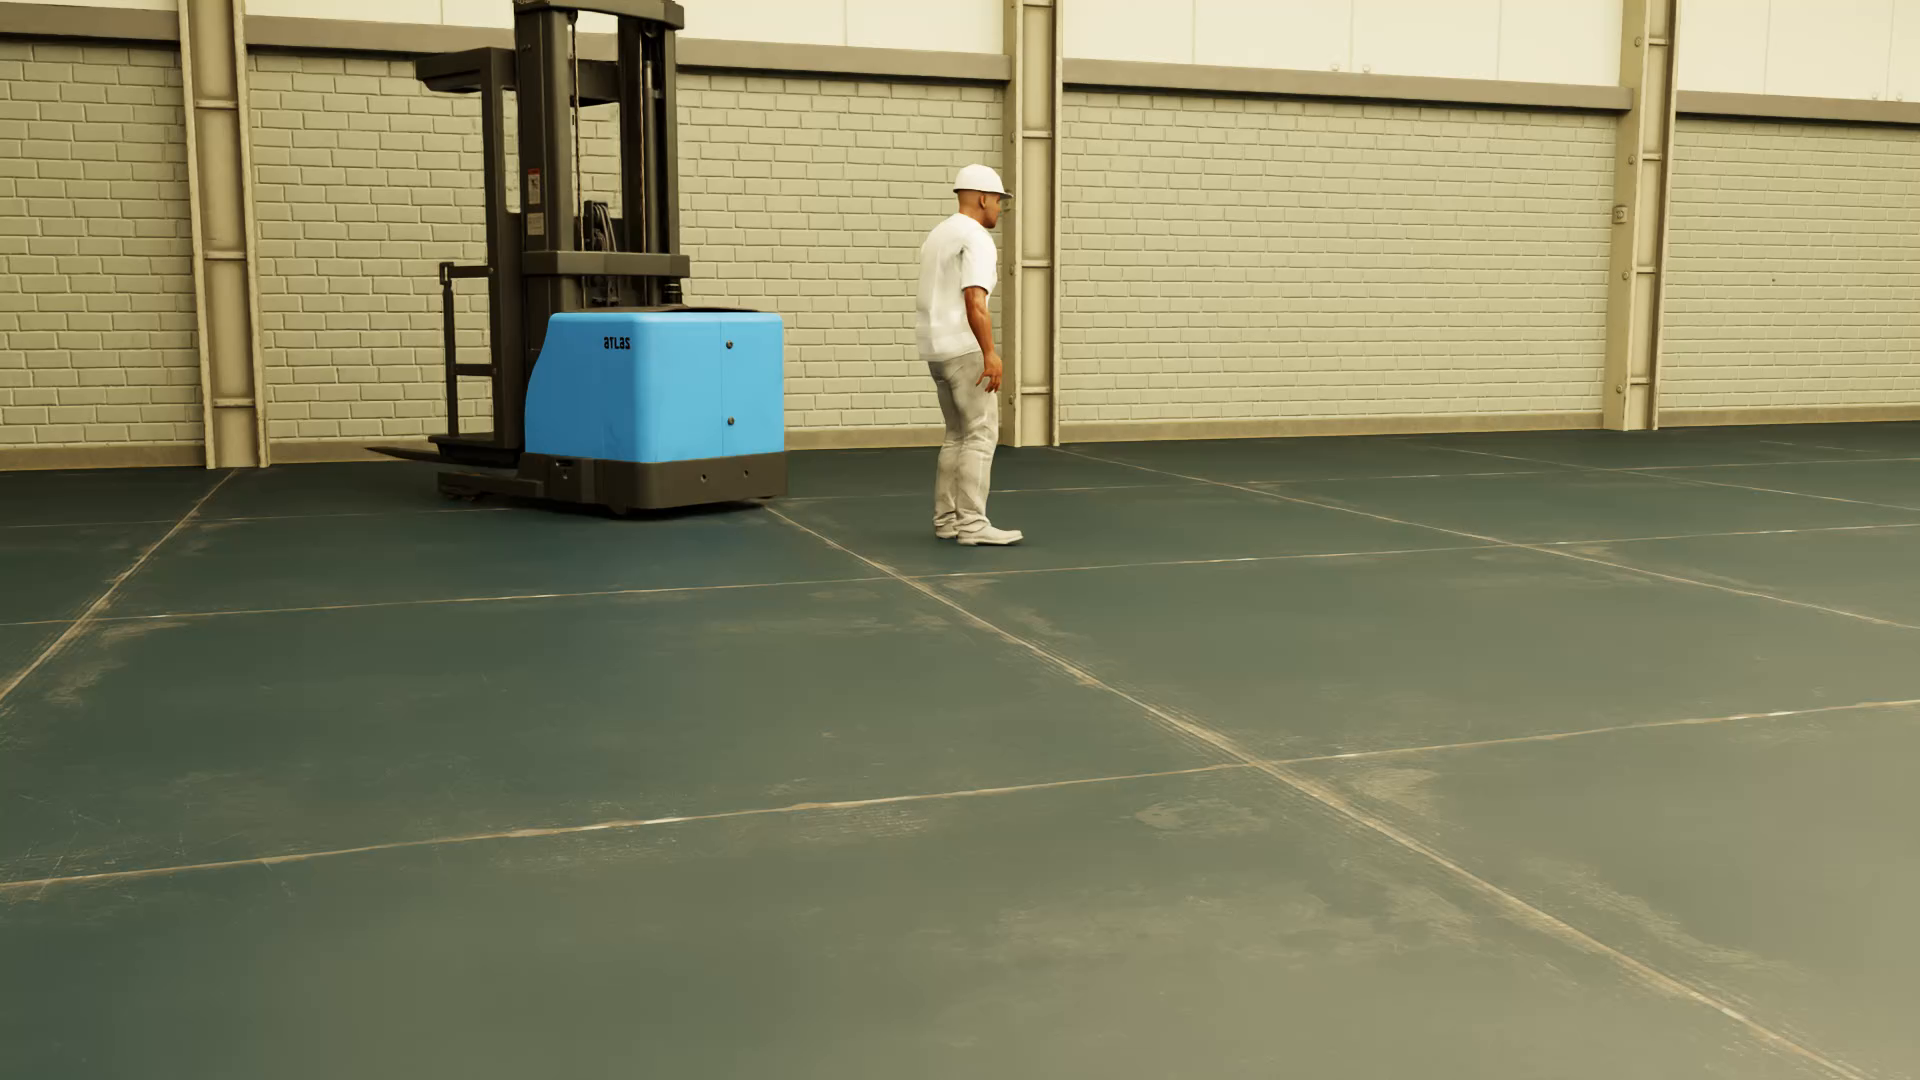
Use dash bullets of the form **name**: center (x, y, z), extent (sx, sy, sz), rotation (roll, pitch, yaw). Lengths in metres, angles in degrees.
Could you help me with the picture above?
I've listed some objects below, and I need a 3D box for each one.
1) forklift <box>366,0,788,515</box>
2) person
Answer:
- **forklift**: center (-2.410, -1.719, 9.687), extent (3.031, 2.935, 1.130), rotation (7, 10, 40)
- **person**: center (0.035, -0.873, 7.826), extent (0.460, 1.760, 0.626), rotation (-3, 8, -20)
